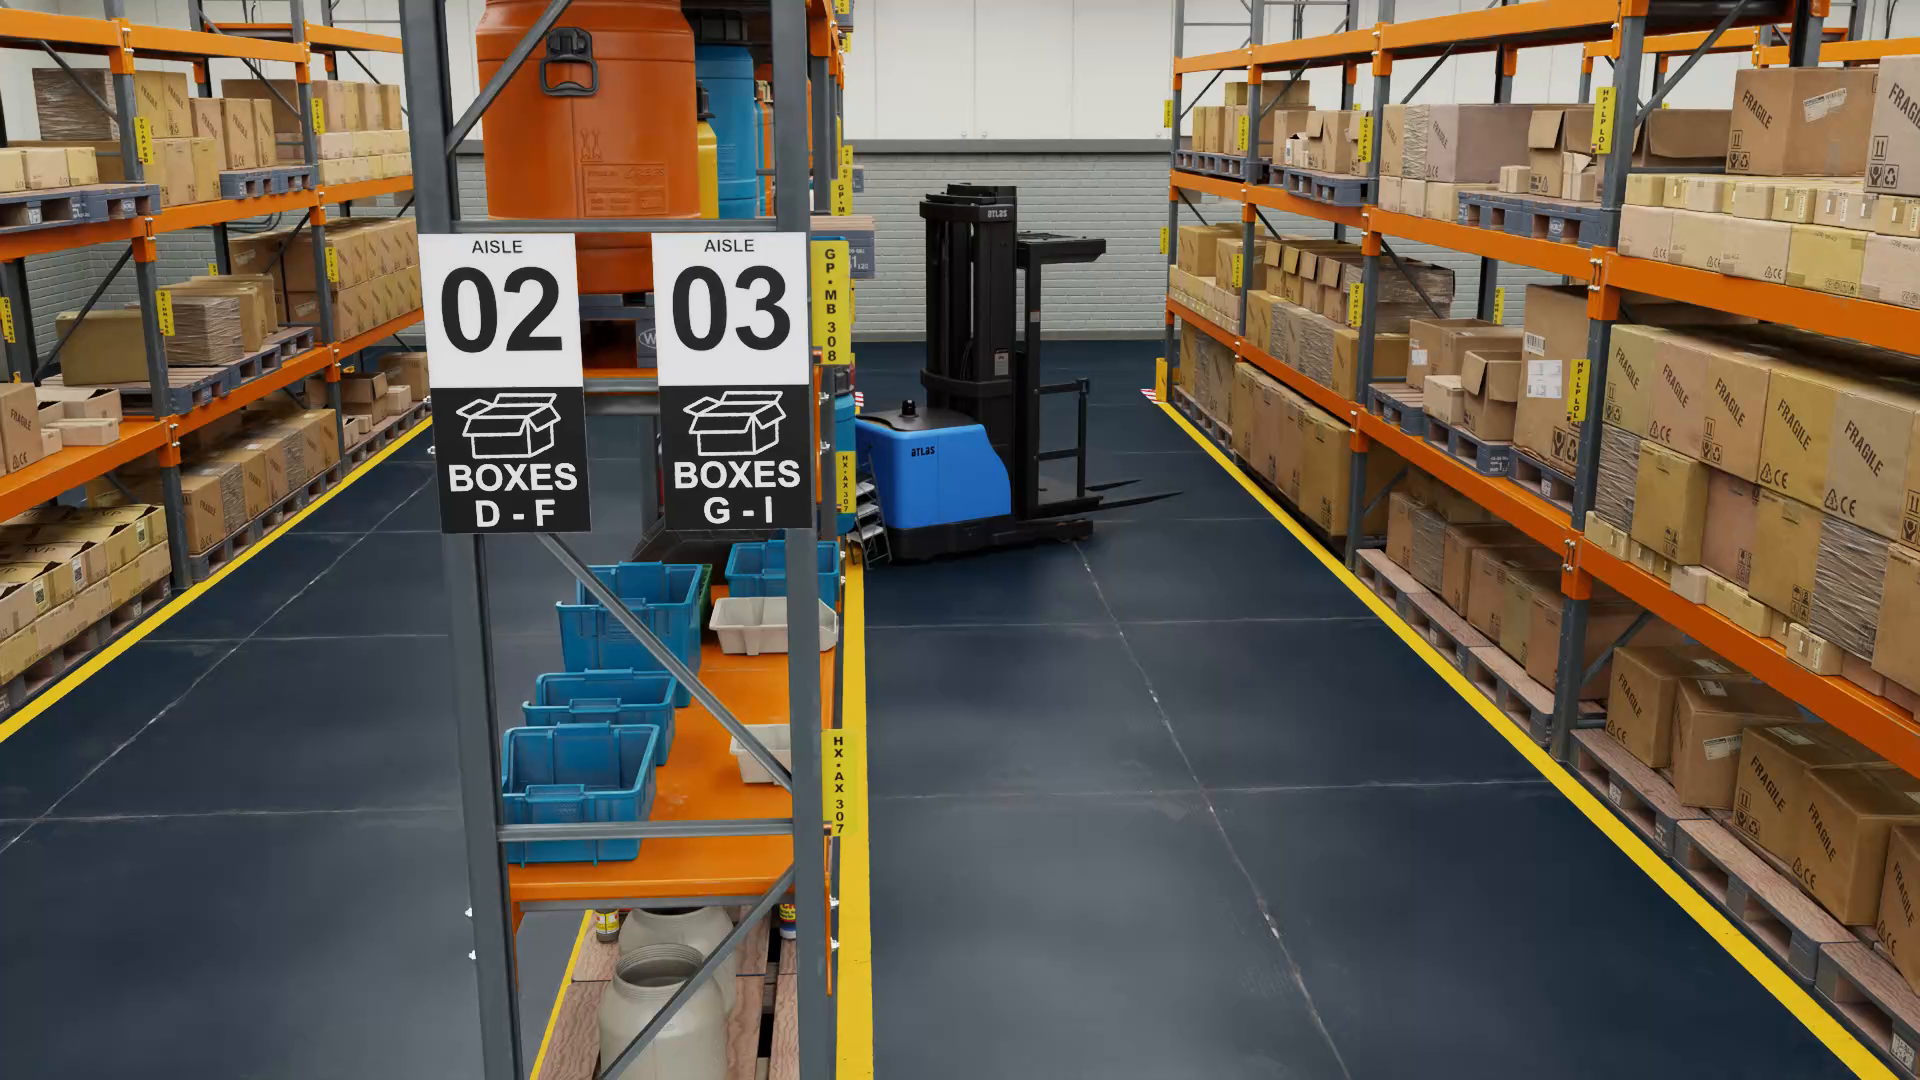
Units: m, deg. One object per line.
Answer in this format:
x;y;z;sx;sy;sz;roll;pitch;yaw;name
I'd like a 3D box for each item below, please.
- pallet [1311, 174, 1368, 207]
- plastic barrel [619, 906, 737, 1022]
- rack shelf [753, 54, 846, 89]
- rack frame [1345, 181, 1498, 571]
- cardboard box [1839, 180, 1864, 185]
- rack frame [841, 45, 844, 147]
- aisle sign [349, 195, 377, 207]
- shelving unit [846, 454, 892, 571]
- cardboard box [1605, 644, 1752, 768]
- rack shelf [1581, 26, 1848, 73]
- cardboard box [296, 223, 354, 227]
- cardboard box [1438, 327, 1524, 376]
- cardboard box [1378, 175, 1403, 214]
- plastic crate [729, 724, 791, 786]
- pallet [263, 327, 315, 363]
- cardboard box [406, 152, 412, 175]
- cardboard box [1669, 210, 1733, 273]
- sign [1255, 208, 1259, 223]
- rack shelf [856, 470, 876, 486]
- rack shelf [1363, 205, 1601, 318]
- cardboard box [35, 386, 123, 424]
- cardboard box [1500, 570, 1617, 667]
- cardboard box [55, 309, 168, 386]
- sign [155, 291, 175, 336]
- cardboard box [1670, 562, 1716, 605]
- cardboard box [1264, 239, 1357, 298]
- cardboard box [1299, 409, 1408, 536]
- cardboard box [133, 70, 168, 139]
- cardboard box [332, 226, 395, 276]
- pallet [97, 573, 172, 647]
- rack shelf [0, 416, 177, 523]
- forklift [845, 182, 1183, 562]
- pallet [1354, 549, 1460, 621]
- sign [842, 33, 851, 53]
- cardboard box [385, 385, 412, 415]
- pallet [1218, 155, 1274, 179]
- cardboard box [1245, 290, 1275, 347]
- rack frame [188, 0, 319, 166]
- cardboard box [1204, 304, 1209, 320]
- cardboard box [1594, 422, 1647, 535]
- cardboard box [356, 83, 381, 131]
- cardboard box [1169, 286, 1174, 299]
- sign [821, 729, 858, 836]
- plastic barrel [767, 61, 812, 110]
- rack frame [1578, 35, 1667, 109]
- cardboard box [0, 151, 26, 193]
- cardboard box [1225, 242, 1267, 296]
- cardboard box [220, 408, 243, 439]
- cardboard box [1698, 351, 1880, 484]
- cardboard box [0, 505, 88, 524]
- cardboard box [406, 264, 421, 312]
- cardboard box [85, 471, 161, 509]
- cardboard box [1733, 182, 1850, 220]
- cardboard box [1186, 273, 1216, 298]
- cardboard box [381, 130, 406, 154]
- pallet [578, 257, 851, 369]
3.463;-2.751;13.056;1.213;0.211;1.003;0;14;-1;pallet
-1.041;1.550;6.131;0.421;0.512;0.421;0;14;0;plastic barrel
-1.760;-5.009;17.682;1.077;0.370;4.000;-1;14;-3;rack shelf
3.555;-1.230;12.787;1.000;3.000;0.127;-1;14;-3;rack frame
4.182;-1.535;7.453;0.380;0.149;0.250;-1;14;-5;cardboard box
-1.884;-6.049;19.475;1.000;3.000;0.127;-1;14;-3;rack frame
-7.125;-4.339;19.654;0.394;0.787;0.004;-1;14;-3;aisle sign
-0.773;-0.233;13.046;0.258;0.900;0.210;-24;25;-31;shelving unit
3.788;0.872;8.791;0.500;0.500;0.500;-1;14;-5;cardboard box
8.140;-5.329;18.129;1.077;0.370;4.000;-1;14;-3;rack shelf
-6.997;-3.231;18.359;0.500;0.500;0.500;-1;14;-3;cardboard box
3.763;-1.211;11.669;0.700;0.500;0.500;1;14;5;cardboard box
3.330;-2.489;11.963;0.500;0.250;0.500;-1;14;-2;cardboard box
-0.627;0.736;5.675;0.298;0.136;0.250;-1;14;-3;plastic crate
-6.639;-1.779;15.308;1.003;0.211;1.213;-1;14;-3;pallet
-6.533;-4.324;19.094;0.500;0.250;0.500;-1;14;-3;cardboard box
3.613;-1.368;7.604;0.500;0.250;0.500;-1;14;-4;cardboard box
3.602;-3.900;20.365;0.100;0.325;0.005;-1;14;-3;sign
-0.815;-0.450;12.960;0.258;0.077;0.200;-24;25;-31;rack shelf
3.679;-1.837;10.570;1.077;0.370;4.000;-1;14;-3;rack shelf
-6.353;-0.944;11.853;0.500;0.311;0.500;0;14;0;cardboard box
3.776;0.490;10.235;0.700;0.500;0.500;-1;14;-4;cardboard box
-6.484;-1.485;12.734;0.700;0.500;0.500;-6;16;-22;cardboard box
-5.778;-1.648;12.089;0.100;0.325;0.005;-1;14;-3;sign
3.561;0.193;7.759;0.380;0.149;0.250;-1;14;-3;cardboard box
3.355;-2.600;15.899;0.797;0.503;0.637;-1;14;-5;cardboard box
3.533;-0.576;13.668;1.225;0.875;0.875;-2;15;-6;cardboard box
-6.384;-3.299;12.601;0.500;0.500;0.500;-1;14;-3;cardboard box
-6.425;-3.112;17.893;0.500;0.500;0.500;0;14;-2;cardboard box
-6.320;0.478;11.746;1.003;0.211;1.213;-1;14;-3;pallet
-6.208;-0.232;10.353;1.077;0.370;4.000;-1;14;-3;rack shelf
0.531;-1.502;13.981;3.031;2.935;1.130;-9;17;-31;forklift
3.602;0.315;12.379;1.003;0.211;1.213;-1;14;-3;pallet
-1.336;-5.905;19.564;0.100;0.325;0.005;-1;14;-3;sign
-6.519;-1.581;18.786;0.500;0.250;0.500;-1;14;-3;cardboard box
3.267;-3.838;17.082;1.003;0.211;1.213;-1;14;-3;pallet
3.087;-2.155;16.182;0.500;0.500;0.500;-1;14;-3;cardboard box
-6.580;-4.978;15.315;1.000;3.000;0.127;-1;14;-3;rack frame
2.882;-2.494;18.202;0.380;0.149;0.250;-1;14;-4;cardboard box
3.769;-0.315;8.433;0.875;0.500;0.500;-1;14;-3;cardboard box
-6.695;-4.677;17.958;0.700;0.500;0.500;-1;14;-3;cardboard box
2.752;-3.005;20.188;0.380;0.149;0.250;-1;14;-3;cardboard box
-0.343;0.695;4.752;0.100;0.325;0.005;-1;14;-3;sign
-1.377;-3.625;14.227;0.600;0.901;0.708;-1;14;-3;plastic barrel
8.016;-6.176;19.973;1.000;3.000;0.127;-1;14;-3;rack frame
-6.173;-2.277;10.295;0.500;0.250;0.500;-1;14;-5;cardboard box
3.012;-2.770;16.970;0.500;0.500;0.500;0;14;-2;cardboard box
-6.731;-1.066;14.777;0.500;0.250;0.500;-1;14;-3;cardboard box
3.640;-0.547;7.330;0.500;0.500;0.500;-1;14;-3;cardboard box
-6.593;-0.087;11.893;0.500;0.311;0.500;0;14;-2;cardboard box
-6.493;-2.880;18.999;0.500;0.500;0.500;-1;14;-3;cardboard box
-6.624;-0.310;13.343;0.500;0.500;0.500;0;14;-1;cardboard box
3.584;-1.462;7.170;0.380;0.149;0.250;-1;14;-4;cardboard box
2.886;-2.913;19.034;0.500;0.250;0.500;-1;14;-5;cardboard box
-6.510;-4.442;18.547;0.500;0.250;0.500;-1;14;-3;cardboard box
-0.846;-0.732;5.213;1.003;0.211;1.213;-1;14;-3;pallet
